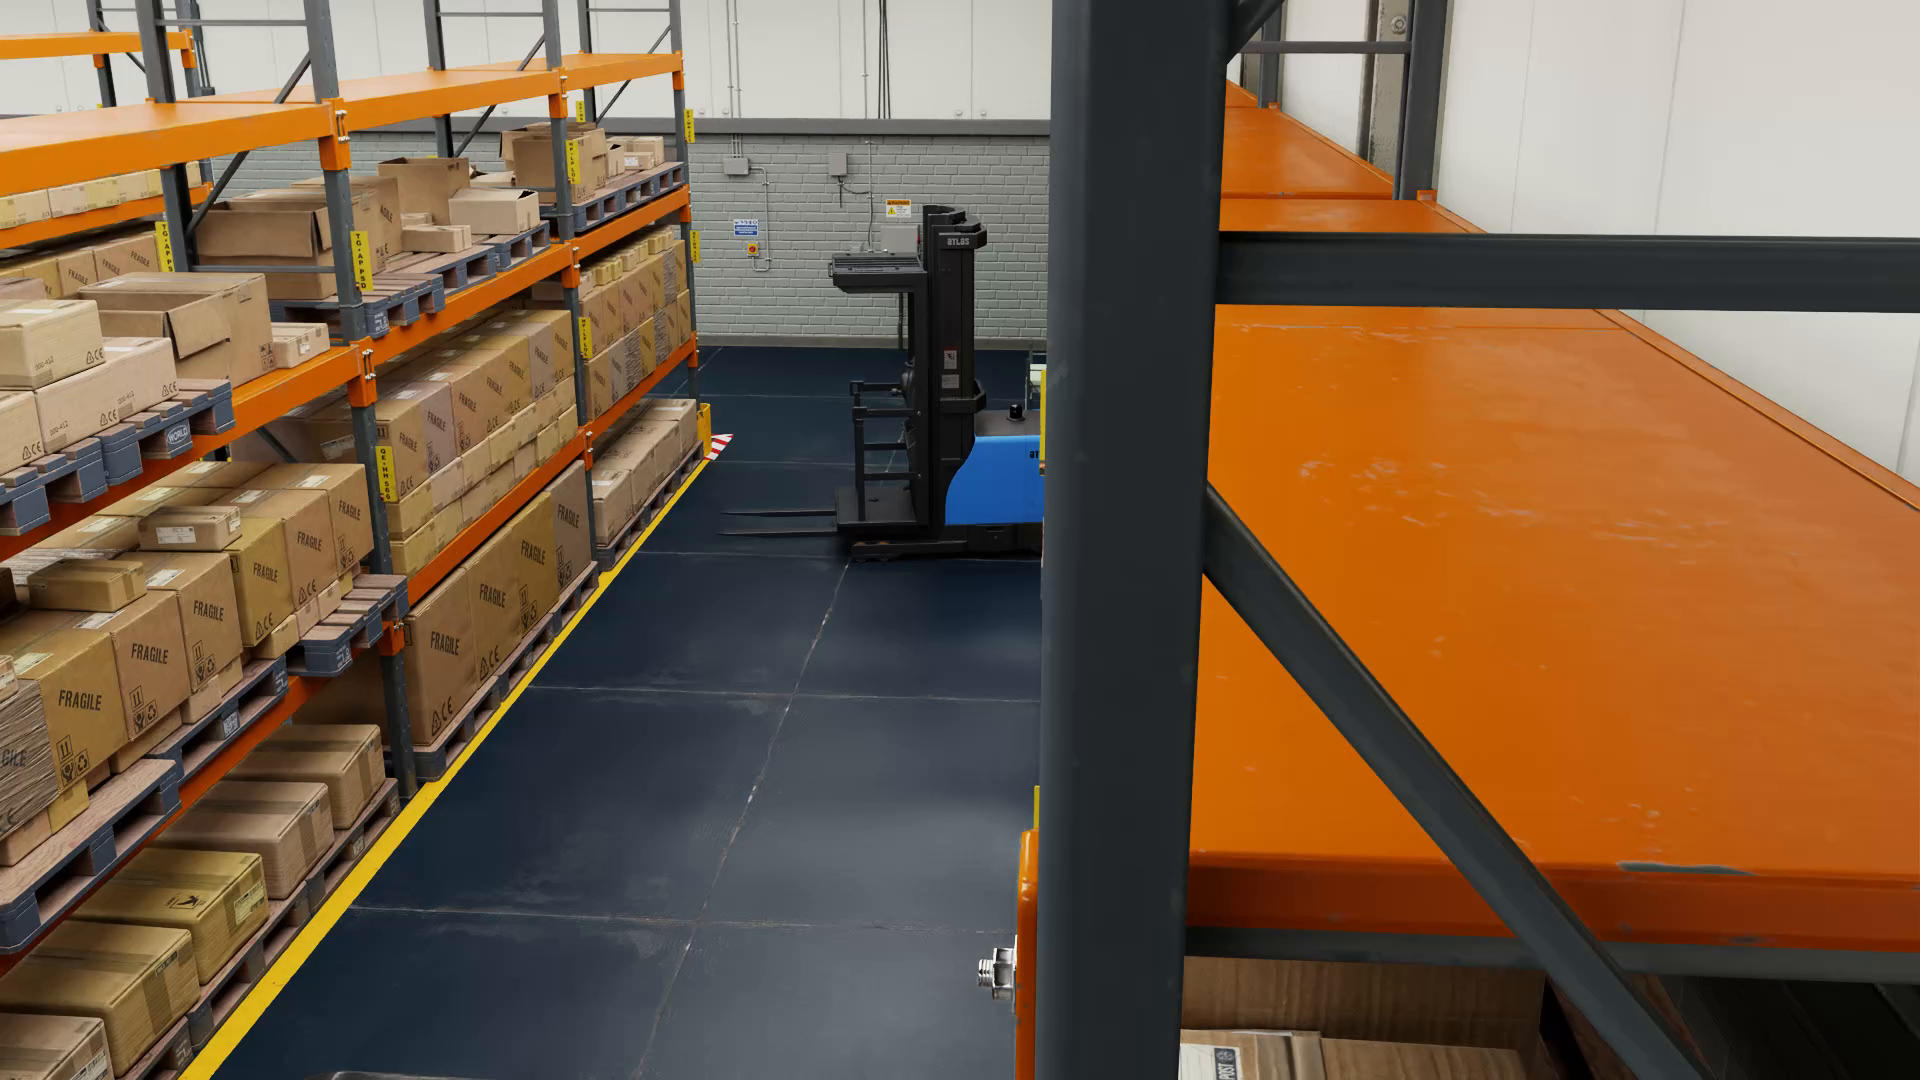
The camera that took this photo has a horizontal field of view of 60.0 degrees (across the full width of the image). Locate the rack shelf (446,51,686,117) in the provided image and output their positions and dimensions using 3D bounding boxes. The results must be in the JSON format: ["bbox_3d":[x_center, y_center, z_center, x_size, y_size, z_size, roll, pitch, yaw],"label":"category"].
[{"bbox_3d":[-3.400,-4.056,14.647,1.077,0.370,4.000,1,18,4],"label":"rack shelf"}]

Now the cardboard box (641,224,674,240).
[{"bbox_3d":[-3.083,-3.073,16.677,0.380,0.149,0.250,2,18,5],"label":"cardboard box"}]

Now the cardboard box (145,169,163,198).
[{"bbox_3d":[-7.999,-3.486,16.167,0.500,0.250,0.500,1,18,4],"label":"cardboard box"}]

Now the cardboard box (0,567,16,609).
[{"bbox_3d":[-4.277,0.224,7.069,0.380,0.149,0.250,1,18,2],"label":"cardboard box"}]

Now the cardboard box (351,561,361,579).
[{"bbox_3d":[-3.619,0.153,9.367,0.380,0.149,0.250,2,18,6],"label":"cardboard box"}]

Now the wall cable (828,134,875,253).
[{"bbox_3d":[-1.460,-4.565,22.405,0.588,1.984,0.122,1,18,4],"label":"wall cable"}]

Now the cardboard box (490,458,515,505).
[{"bbox_3d":[-3.450,-0.425,11.643,0.500,0.250,0.500,1,18,4],"label":"cardboard box"}]

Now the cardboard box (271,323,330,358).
[{"bbox_3d":[-3.643,-1.077,8.979,0.380,0.149,0.250,1,18,4],"label":"cardboard box"}]

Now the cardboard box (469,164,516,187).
[{"bbox_3d":[-3.817,-2.930,13.612,0.396,0.266,0.258,2,18,6],"label":"cardboard box"}]

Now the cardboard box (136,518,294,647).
[{"bbox_3d":[-3.647,0.203,8.174,0.500,0.500,0.500,0,18,0],"label":"cardboard box"}]

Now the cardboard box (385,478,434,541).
[{"bbox_3d":[-3.548,-0.192,10.129,0.500,0.250,0.500,1,18,4],"label":"cardboard box"}]

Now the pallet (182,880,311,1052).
[{"bbox_3d":[-3.978,2.072,8.260,1.003,0.211,1.213,1,18,4],"label":"pallet"}]

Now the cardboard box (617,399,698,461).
[{"bbox_3d":[-3.204,-1.133,17.004,0.875,0.438,0.875,1,18,2],"label":"cardboard box"}]

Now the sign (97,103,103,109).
[{"bbox_3d":[-8.743,-4.290,16.978,0.100,0.325,0.005,1,18,4],"label":"sign"}]

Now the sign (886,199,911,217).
[{"bbox_3d":[-0.831,-4.476,22.439,0.339,0.242,0.001,1,18,4],"label":"sign"}]

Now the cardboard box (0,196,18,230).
[{"bbox_3d":[-8.192,-2.687,13.730,0.500,0.250,0.500,2,18,7],"label":"cardboard box"}]

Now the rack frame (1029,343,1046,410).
[{"bbox_3d":[0.859,-1.158,16.048,0.400,1.500,0.023,1,18,4],"label":"rack frame"}]

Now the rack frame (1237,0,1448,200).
[{"bbox_3d":[0.834,-1.373,4.660,1.000,3.000,0.127,1,18,4],"label":"rack frame"}]

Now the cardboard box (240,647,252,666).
[{"bbox_3d":[-3.715,0.556,8.137,0.380,0.149,0.250,1,18,4],"label":"cardboard box"}]

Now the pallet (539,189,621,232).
[{"bbox_3d":[-3.474,-2.753,13.833,1.003,0.211,1.213,1,18,4],"label":"pallet"}]

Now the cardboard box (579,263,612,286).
[{"bbox_3d":[-3.205,-2.275,14.241,0.380,0.149,0.250,1,18,4],"label":"cardboard box"}]

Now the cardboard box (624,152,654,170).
[{"bbox_3d":[-3.150,-3.638,15.958,0.380,0.149,0.250,0,18,0],"label":"cardboard box"}]

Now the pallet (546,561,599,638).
[{"bbox_3d":[-3.524,0.451,13.209,1.003,0.211,1.213,1,18,4],"label":"pallet"}]

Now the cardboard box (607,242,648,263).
[{"bbox_3d":[-3.120,-2.676,15.463,0.380,0.149,0.250,2,18,5],"label":"cardboard box"}]

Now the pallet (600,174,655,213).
[{"bbox_3d":[-3.384,-3.131,14.986,1.003,0.211,1.213,1,18,4],"label":"pallet"}]

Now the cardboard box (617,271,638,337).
[{"bbox_3d":[-3.177,-2.097,14.738,0.500,0.500,0.500,2,18,5],"label":"cardboard box"}]

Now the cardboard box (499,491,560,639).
[{"bbox_3d":[-3.565,0.169,12.327,0.875,0.875,0.875,2,18,6],"label":"cardboard box"}]

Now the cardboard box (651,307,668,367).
[{"bbox_3d":[-3.105,-1.935,15.849,0.500,0.500,0.500,2,18,6],"label":"cardboard box"}]

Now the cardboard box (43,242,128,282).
[{"bbox_3d":[-8.085,-2.470,15.401,0.500,0.500,0.500,1,18,2],"label":"cardboard box"}]

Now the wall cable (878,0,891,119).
[{"bbox_3d":[0.396,-6.908,21.494,2.988,3.039,0.133,1,18,4],"label":"wall cable"}]

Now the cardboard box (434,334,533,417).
[{"bbox_3d":[-3.411,-1.176,11.929,0.500,0.500,0.500,2,18,6],"label":"cardboard box"}]

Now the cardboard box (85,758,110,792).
[{"bbox_3d":[-3.792,0.957,6.915,0.380,0.149,0.250,2,18,7],"label":"cardboard box"}]

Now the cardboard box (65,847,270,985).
[{"bbox_3d":[-3.986,1.816,8.111,0.950,0.372,0.625,2,18,6],"label":"cardboard box"}]

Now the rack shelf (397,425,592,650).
[{"bbox_3d":[-3.687,-0.153,11.728,1.077,0.370,4.000,1,18,4],"label":"rack shelf"}]

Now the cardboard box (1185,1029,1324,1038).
[{"bbox_3d":[0.322,0.769,2.322,0.396,0.266,0.258,1,18,4],"label":"cardboard box"}]

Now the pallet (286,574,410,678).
[{"bbox_3d":[-3.775,0.441,9.067,1.213,0.211,1.003,1,18,4],"label":"pallet"}]

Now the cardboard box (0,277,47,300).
[{"bbox_3d":[-4.151,-0.923,6.868,0.500,0.250,0.500,2,18,5],"label":"cardboard box"}]

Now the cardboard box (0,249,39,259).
[{"bbox_3d":[-8.642,-2.330,14.974,0.500,0.500,0.500,2,18,5],"label":"cardboard box"}]

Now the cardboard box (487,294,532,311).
[{"bbox_3d":[-3.785,-1.791,13.806,0.500,0.500,0.500,1,18,3],"label":"cardboard box"}]

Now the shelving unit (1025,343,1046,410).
[{"bbox_3d":[0.834,-1.045,15.701,0.431,1.500,0.755,1,18,4],"label":"shelving unit"}]

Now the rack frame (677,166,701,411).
[{"bbox_3d":[-3.257,-2.358,17.303,1.000,3.000,0.127,1,18,4],"label":"rack frame"}]

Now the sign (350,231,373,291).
[{"bbox_3d":[-3.289,-1.532,9.134,0.100,0.325,0.005,1,18,4],"label":"sign"}]

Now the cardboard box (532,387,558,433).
[{"bbox_3d":[-3.361,-0.984,12.548,0.500,0.250,0.500,2,18,5],"label":"cardboard box"}]

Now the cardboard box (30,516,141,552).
[{"bbox_3d":[-4.155,0.200,8.184,0.500,0.500,0.500,2,18,5],"label":"cardboard box"}]

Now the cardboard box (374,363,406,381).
[{"bbox_3d":[-3.983,-0.876,11.014,0.500,0.500,0.500,1,18,4],"label":"cardboard box"}]

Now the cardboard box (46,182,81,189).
[{"bbox_3d":[-8.124,-3.241,14.619,0.500,0.250,0.500,2,18,5],"label":"cardboard box"}]

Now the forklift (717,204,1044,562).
[{"bbox_3d":[-0.620,-1.377,14.417,3.031,2.935,1.130,-2,18,-5],"label":"forklift"}]

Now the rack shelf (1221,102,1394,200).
[{"bbox_3d":[0.977,-1.462,6.730,1.077,0.370,4.000,1,18,4],"label":"rack shelf"}]
